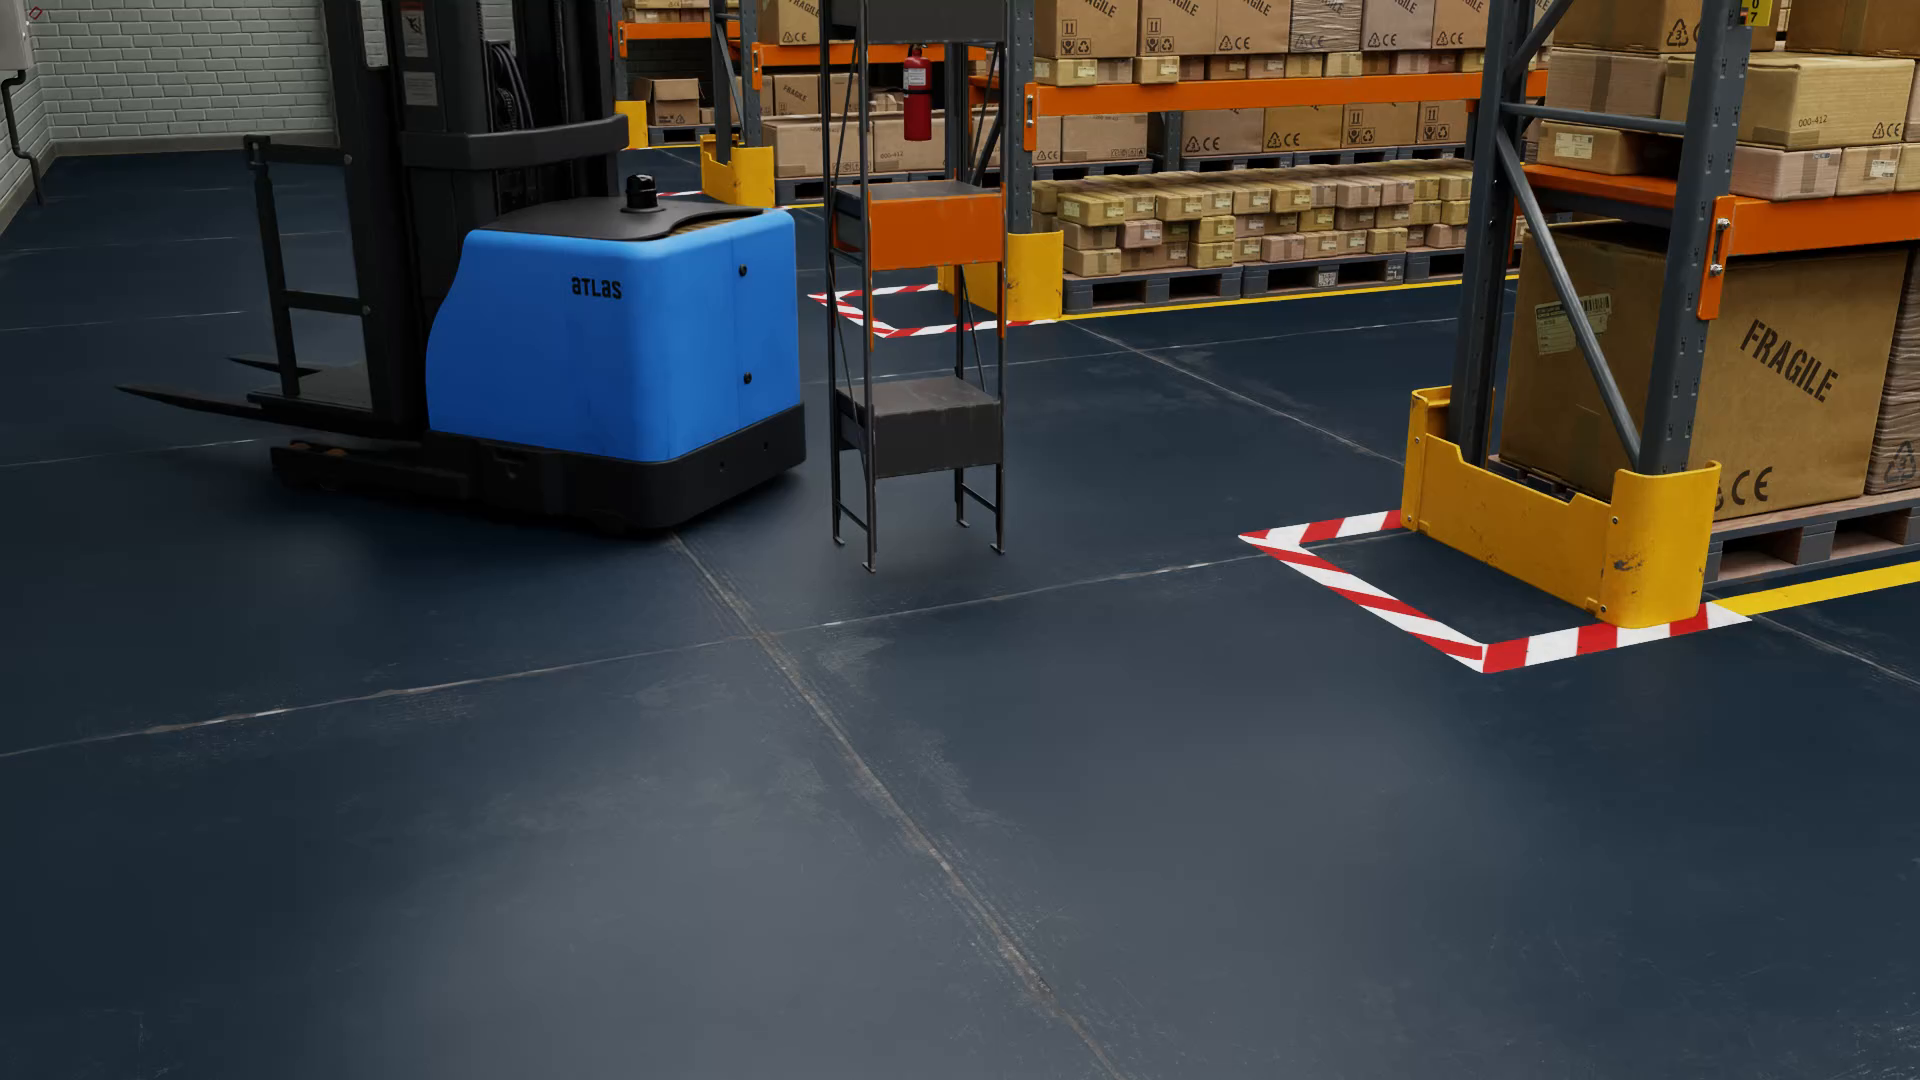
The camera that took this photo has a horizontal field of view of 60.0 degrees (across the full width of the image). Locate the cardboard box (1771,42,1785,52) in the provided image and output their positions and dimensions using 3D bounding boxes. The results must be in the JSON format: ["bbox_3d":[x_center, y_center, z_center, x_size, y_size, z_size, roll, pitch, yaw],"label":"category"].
[{"bbox_3d":[2.835,-1.613,5.863,0.500,0.250,0.500,-9,21,-23],"label":"cardboard box"}]

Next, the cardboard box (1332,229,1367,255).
[{"bbox_3d":[2.389,-1.932,10.652,0.250,0.149,0.380,-8,21,-21],"label":"cardboard box"}]

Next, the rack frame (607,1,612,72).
[{"bbox_3d":[-3.864,-5.866,18.166,0.053,2.616,0.949,-8,21,-22],"label":"rack frame"}]

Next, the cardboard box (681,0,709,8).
[{"bbox_3d":[-2.879,-5.981,18.269,0.500,0.250,0.500,-8,21,-21],"label":"cardboard box"}]

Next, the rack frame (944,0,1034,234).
[{"bbox_3d":[0.158,-2.858,9.622,0.127,3.000,1.000,-8,21,-22],"label":"rack frame"}]

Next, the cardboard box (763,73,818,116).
[{"bbox_3d":[-1.941,-5.077,19.057,0.500,0.500,0.500,-8,21,-21],"label":"cardboard box"}]

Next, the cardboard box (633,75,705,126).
[{"bbox_3d":[-3.266,-4.939,18.660,0.637,0.503,0.797,-9,21,-24],"label":"cardboard box"}]

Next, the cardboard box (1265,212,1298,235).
[{"bbox_3d":[1.921,-2.033,10.491,0.250,0.149,0.380,-7,21,-19],"label":"cardboard box"}]

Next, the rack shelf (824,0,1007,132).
[{"bbox_3d":[-0.152,-1.616,5.384,0.480,0.518,0.431,-8,21,-22],"label":"rack shelf"}]

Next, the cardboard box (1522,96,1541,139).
[{"bbox_3d":[5.973,-4.436,17.429,0.625,0.372,0.950,-10,22,-26],"label":"cardboard box"}]

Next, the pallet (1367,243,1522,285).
[{"bbox_3d":[3.228,-1.969,11.298,1.213,0.211,1.003,-8,21,-22],"label":"pallet"}]

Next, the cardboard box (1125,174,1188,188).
[{"bbox_3d":[1.247,-2.242,10.637,0.250,0.149,0.380,-9,21,-24],"label":"cardboard box"}]

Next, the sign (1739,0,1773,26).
[{"bbox_3d":[2.244,-1.607,4.648,0.005,0.325,0.100,-8,21,-22],"label":"sign"}]

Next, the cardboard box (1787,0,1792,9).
[{"bbox_3d":[5.577,-3.689,11.282,0.250,0.149,0.380,-9,21,-23],"label":"cardboard box"}]

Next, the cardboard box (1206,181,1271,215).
[{"bbox_3d":[1.714,-2.115,10.278,0.250,0.149,0.380,-7,21,-20],"label":"cardboard box"}]

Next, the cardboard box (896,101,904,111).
[{"bbox_3d":[-0.588,-5.084,19.604,0.250,0.149,0.380,-9,21,-24],"label":"cardboard box"}]

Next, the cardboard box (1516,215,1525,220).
[{"bbox_3d":[3.667,-2.239,11.077,0.250,0.149,0.380,-8,21,-21],"label":"cardboard box"}]

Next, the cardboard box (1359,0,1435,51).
[{"bbox_3d":[2.564,-3.289,10.247,0.500,0.500,0.500,-8,21,-22],"label":"cardboard box"}]

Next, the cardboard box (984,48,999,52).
[{"bbox_3d":[0.468,-3.183,9.946,0.500,0.500,0.500,-8,21,-21],"label":"cardboard box"}]

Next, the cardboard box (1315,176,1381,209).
[{"bbox_3d":[2.438,-2.198,10.512,0.250,0.149,0.380,-9,21,-24],"label":"cardboard box"}]

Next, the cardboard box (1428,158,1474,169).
[{"bbox_3d":[3.432,-2.536,11.472,0.250,0.149,0.380,-7,21,-20],"label":"cardboard box"}]

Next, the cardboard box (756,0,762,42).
[{"bbox_3d":[-1.558,-4.545,14.264,0.500,0.500,0.500,-8,21,-22],"label":"cardboard box"}]

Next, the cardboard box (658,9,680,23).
[{"bbox_3d":[-3.240,-5.756,18.231,0.250,0.149,0.380,-8,21,-21],"label":"cardboard box"}]

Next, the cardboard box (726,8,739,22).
[{"bbox_3d":[-2.514,-5.852,18.504,0.250,0.149,0.380,-8,21,-21],"label":"cardboard box"}]

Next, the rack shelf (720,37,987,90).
[{"bbox_3d":[-0.059,-4.278,14.738,4.000,0.370,1.077,-8,21,-22],"label":"rack shelf"}]

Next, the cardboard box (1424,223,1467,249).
[{"bbox_3d":[3.117,-2.019,10.899,0.250,0.149,0.380,-9,21,-24],"label":"cardboard box"}]

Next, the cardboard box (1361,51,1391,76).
[{"bbox_3d":[2.460,-2.984,10.358,0.250,0.149,0.380,-8,21,-23],"label":"cardboard box"}]

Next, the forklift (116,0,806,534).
[{"bbox_3d":[-2.178,-1.721,6.498,3.031,2.935,1.130,9,21,24],"label":"forklift"}]

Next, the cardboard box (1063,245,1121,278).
[{"bbox_3d":[0.766,-1.682,9.944,0.250,0.149,0.380,-8,21,-21],"label":"cardboard box"}]

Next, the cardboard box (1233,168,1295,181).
[{"bbox_3d":[1.987,-2.338,10.910,0.250,0.149,0.380,-8,21,-22],"label":"cardboard box"}]

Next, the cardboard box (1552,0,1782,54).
[{"bbox_3d":[2.373,-1.899,5.549,0.500,0.500,0.500,-8,21,-21],"label":"cardboard box"}]

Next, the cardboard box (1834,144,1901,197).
[{"bbox_3d":[2.721,-1.194,5.274,0.250,0.149,0.380,-8,21,-23],"label":"cardboard box"}]

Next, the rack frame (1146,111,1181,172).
[{"bbox_3d":[1.777,-4.880,15.365,0.127,3.000,1.000,-8,21,-22],"label":"rack frame"}]

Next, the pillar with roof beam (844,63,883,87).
[{"bbox_3d":[0.516,-8.093,15.459,0.400,9.000,9.100,-8,21,-22],"label":"pillar with roof beam"}]

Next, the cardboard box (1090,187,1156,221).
[{"bbox_3d":[0.979,-2.030,10.035,0.250,0.149,0.380,-8,21,-21],"label":"cardboard box"}]

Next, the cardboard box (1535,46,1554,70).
[{"bbox_3d":[3.661,-3.156,10.848,0.250,0.149,0.380,-8,21,-23],"label":"cardboard box"}]

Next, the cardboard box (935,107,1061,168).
[{"bbox_3d":[0.336,-3.702,15.245,0.875,0.438,0.875,-9,21,-24],"label":"cardboard box"}]

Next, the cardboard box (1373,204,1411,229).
[{"bbox_3d":[2.689,-2.117,10.729,0.250,0.149,0.380,-8,21,-21],"label":"cardboard box"}]

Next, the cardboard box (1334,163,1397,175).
[{"bbox_3d":[2.713,-2.428,11.166,0.250,0.149,0.380,-9,21,-23],"label":"cardboard box"}]

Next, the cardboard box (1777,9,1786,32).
[{"bbox_3d":[5.322,-3.511,11.224,0.250,0.149,0.380,-9,21,-24],"label":"cardboard box"}]

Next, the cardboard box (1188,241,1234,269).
[{"bbox_3d":[1.477,-1.777,10.212,0.250,0.149,0.380,-8,21,-21],"label":"cardboard box"}]

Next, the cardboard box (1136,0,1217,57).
[{"bbox_3d":[1.161,-3.098,9.706,0.500,0.500,0.500,-8,21,-22],"label":"cardboard box"}]

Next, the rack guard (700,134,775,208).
[{"bbox_3d":[-1.918,-3.172,14.277,0.348,0.500,1.175,-8,21,-22],"label":"rack guard"}]

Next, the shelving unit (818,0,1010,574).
[{"bbox_3d":[-0.152,-0.969,5.611,0.503,2.100,0.431,-8,21,-22],"label":"shelving unit"}]

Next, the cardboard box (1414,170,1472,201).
[{"bbox_3d":[3.162,-2.311,10.834,0.250,0.149,0.380,-8,21,-22],"label":"cardboard box"}]

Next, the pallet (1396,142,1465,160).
[{"bbox_3d":[4.696,-4.010,17.094,1.213,0.211,1.003,-8,21,-22],"label":"pallet"}]

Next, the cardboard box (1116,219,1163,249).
[{"bbox_3d":[1.014,-1.861,10.003,0.250,0.149,0.380,-8,21,-22],"label":"cardboard box"}]

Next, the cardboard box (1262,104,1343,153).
[{"bbox_3d":[3.141,-4.303,16.294,0.875,0.875,0.875,-8,21,-20],"label":"cardboard box"}]

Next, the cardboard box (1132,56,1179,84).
[{"bbox_3d":[1.071,-2.747,9.686,0.250,0.149,0.380,-9,21,-23],"label":"cardboard box"}]

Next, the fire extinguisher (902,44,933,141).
[{"bbox_3d":[-0.256,-2.753,10.002,0.183,0.674,0.296,-8,21,-22],"label":"fire extinguisher"}]

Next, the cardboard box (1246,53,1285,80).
[{"bbox_3d":[1.751,-2.875,10.049,0.250,0.149,0.380,-9,21,-23],"label":"cardboard box"}]

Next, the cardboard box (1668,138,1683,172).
[{"bbox_3d":[2.464,-1.395,5.847,0.250,0.149,0.380,-8,21,-21],"label":"cardboard box"}]

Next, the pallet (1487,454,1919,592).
[{"bbox_3d":[2.733,-0.146,6.118,1.213,0.211,1.003,-8,21,-22],"label":"pallet"}]

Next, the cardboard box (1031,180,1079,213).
[{"bbox_3d":[0.543,-2.139,10.344,0.250,0.149,0.380,-8,21,-21],"label":"cardboard box"}]

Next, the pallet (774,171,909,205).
[{"bbox_3d":[-1.193,-3.168,14.701,1.213,0.211,1.003,-8,21,-22],"label":"pallet"}]
